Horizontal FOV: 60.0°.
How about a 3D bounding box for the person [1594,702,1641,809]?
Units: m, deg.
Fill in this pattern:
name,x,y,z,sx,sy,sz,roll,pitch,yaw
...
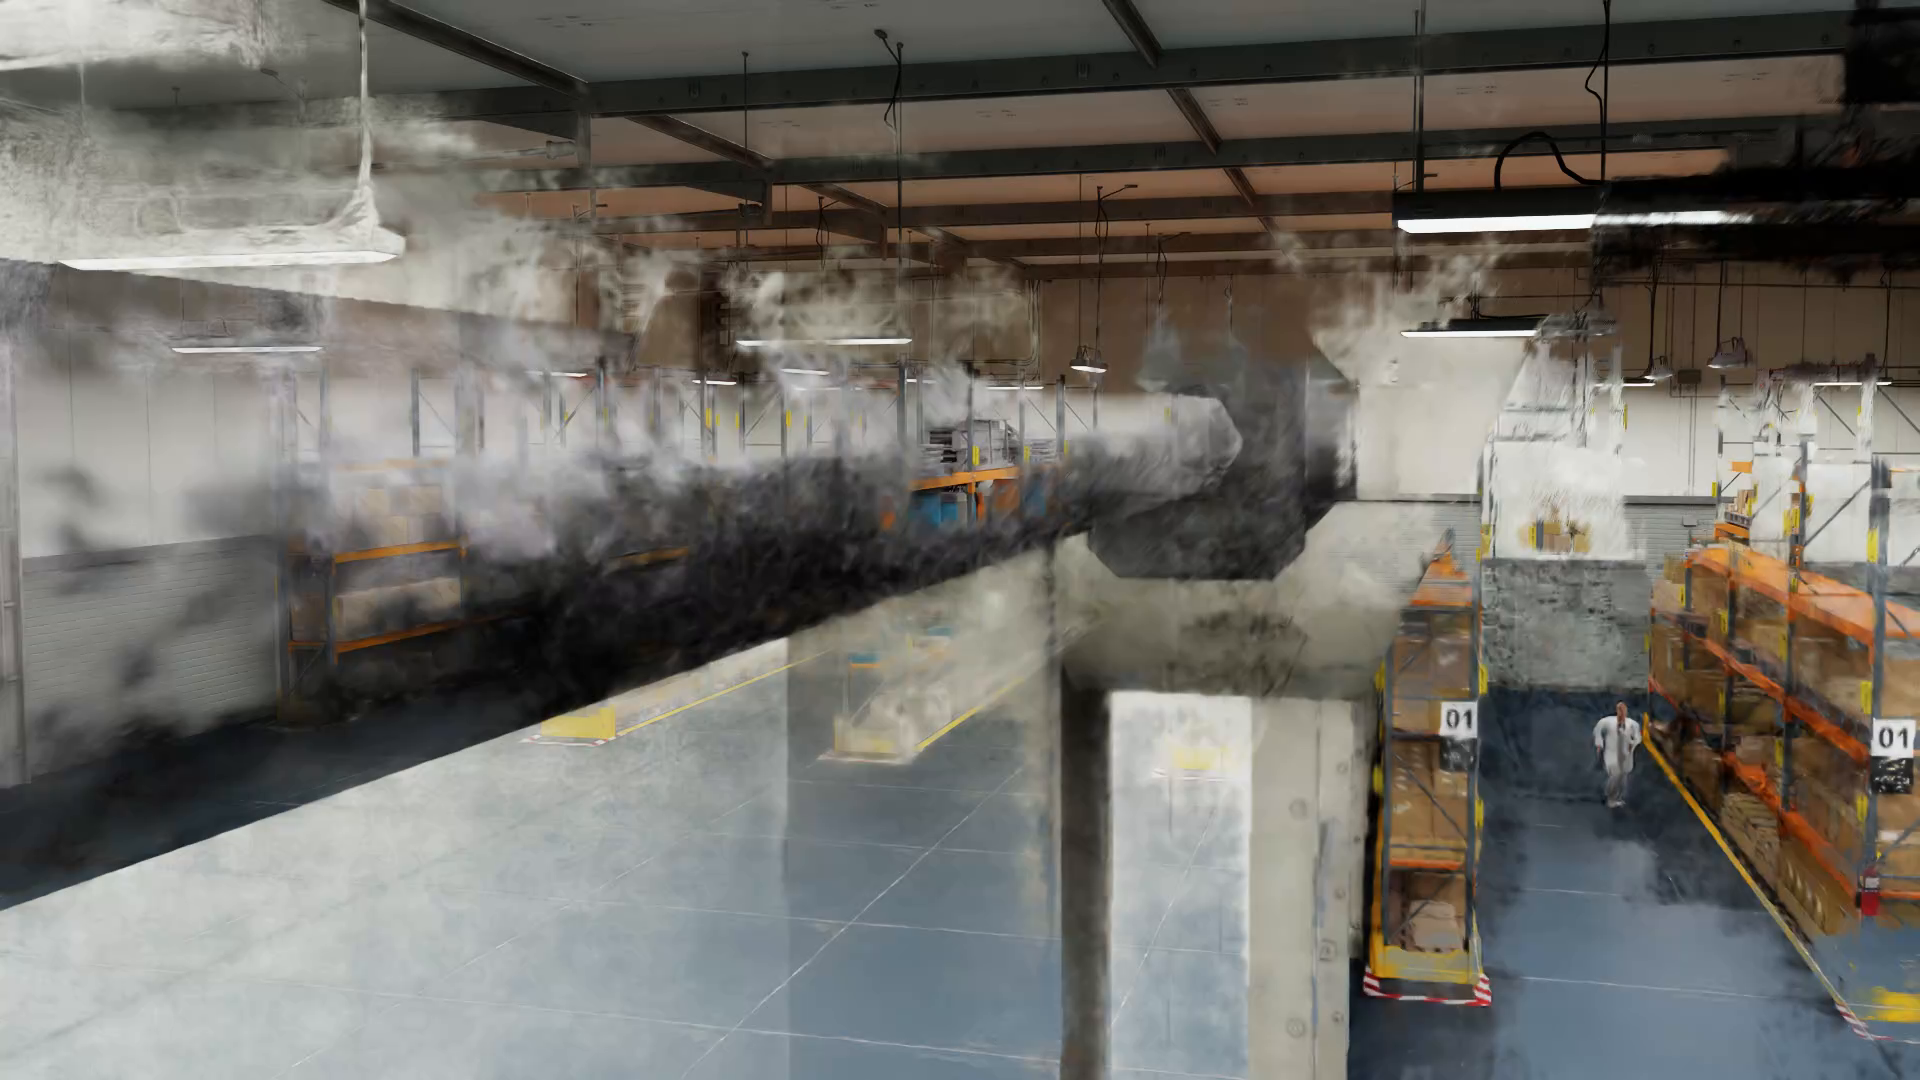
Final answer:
name,x,y,z,sx,sy,sz,roll,pitch,yaw
person,-5.468,1.542,35.843,0.678,1.743,0.808,1,4,8
